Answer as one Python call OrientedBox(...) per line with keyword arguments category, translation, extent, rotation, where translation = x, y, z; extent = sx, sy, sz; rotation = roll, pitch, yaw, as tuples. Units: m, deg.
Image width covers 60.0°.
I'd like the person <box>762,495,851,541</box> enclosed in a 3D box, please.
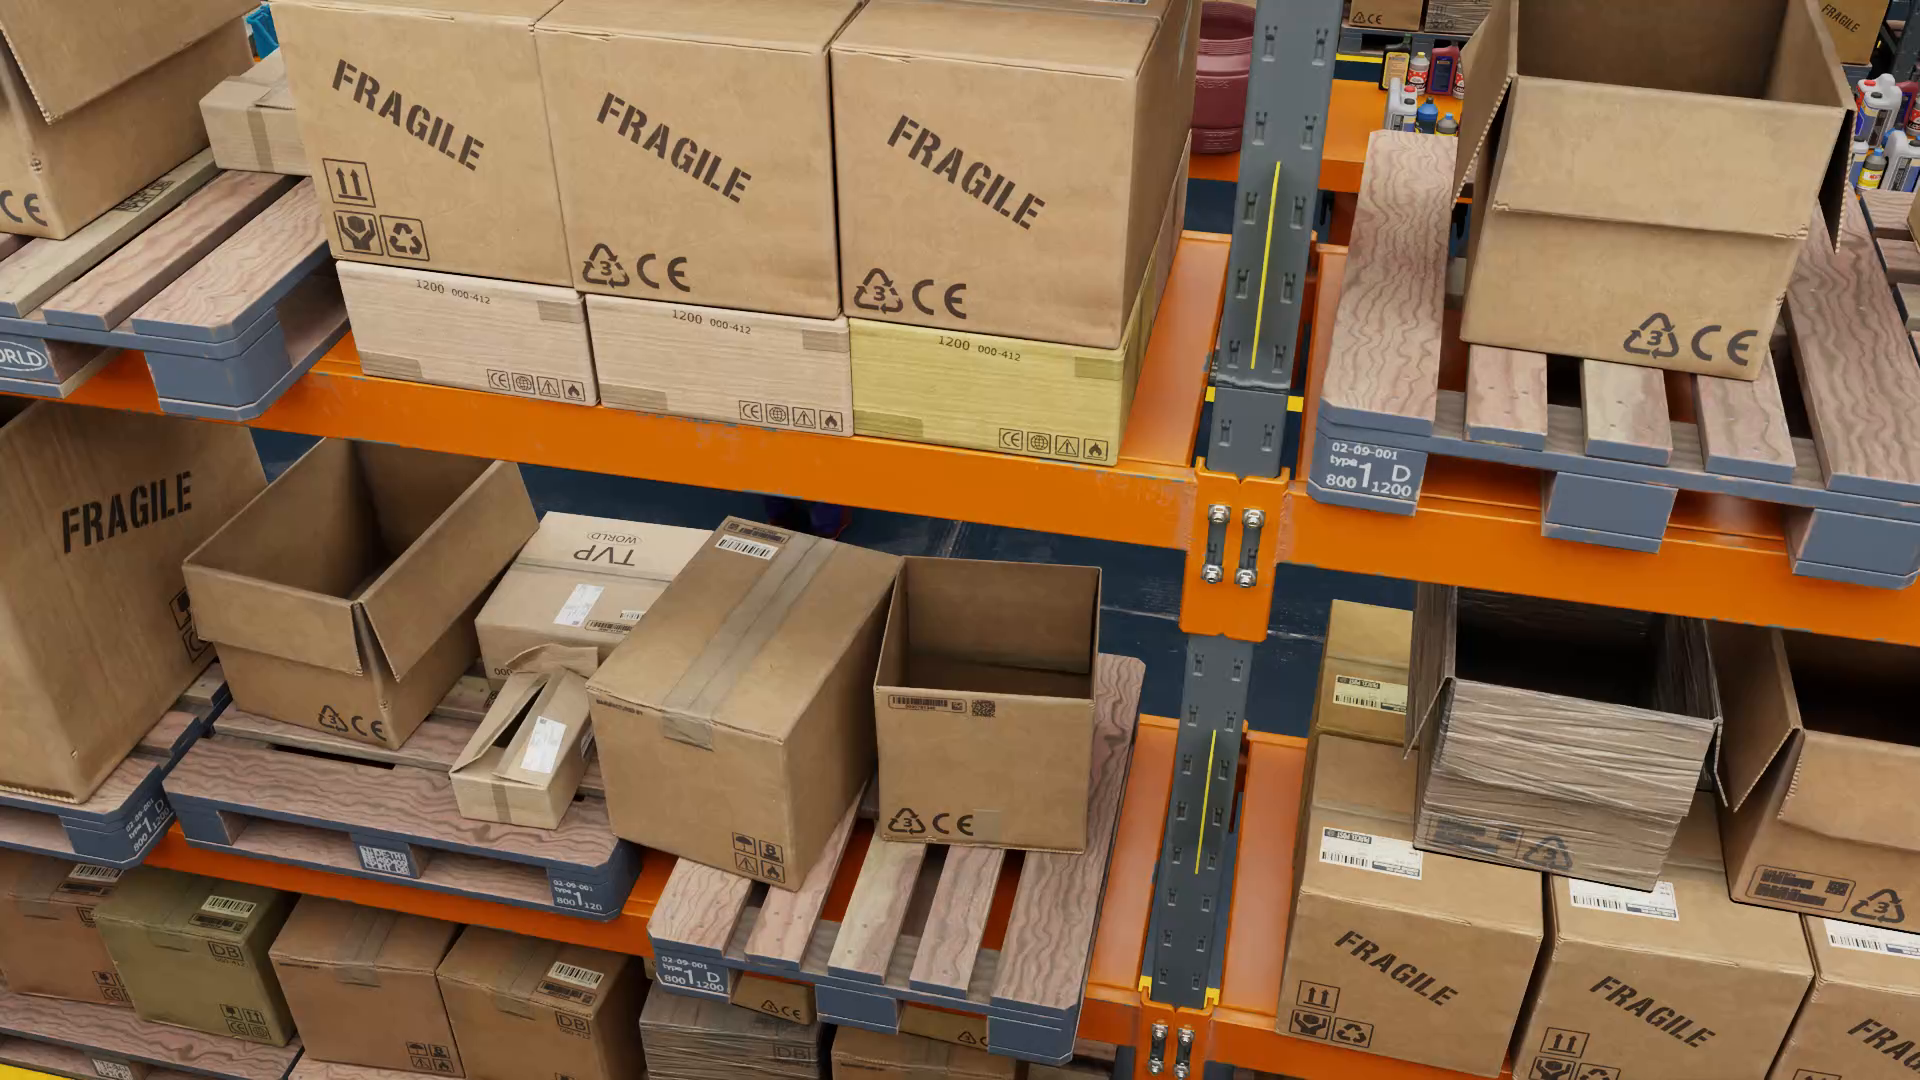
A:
OrientedBox(category="person", translation=(-0.711, -0.748, 7.193), extent=(0.435, 1.619, 0.538), rotation=(7, 37, 9))
